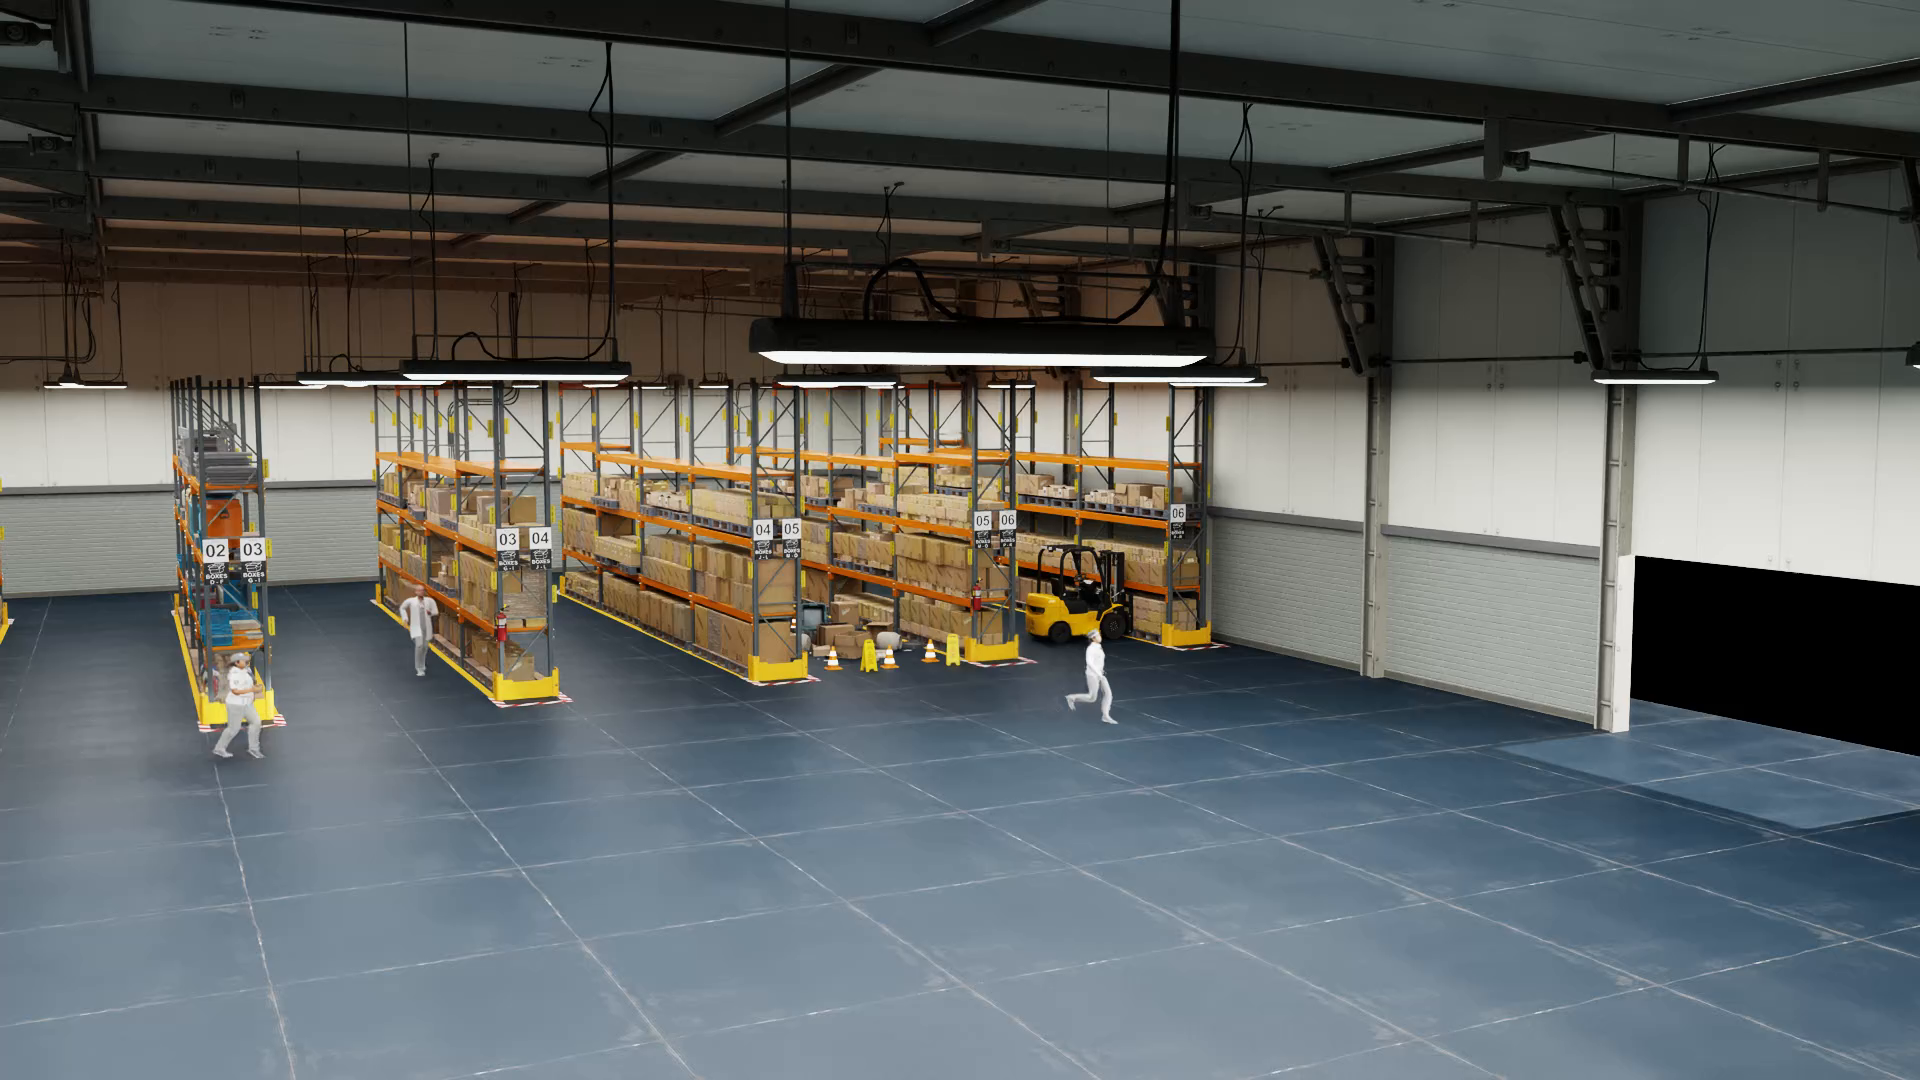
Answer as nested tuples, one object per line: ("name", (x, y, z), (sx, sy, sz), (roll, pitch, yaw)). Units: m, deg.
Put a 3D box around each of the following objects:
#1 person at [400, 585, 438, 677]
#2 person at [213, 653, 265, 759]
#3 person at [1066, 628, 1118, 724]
("person", (-10.963, 1.832, 33.805), (0.672, 1.849, 0.855), (-4, 6, -36))
("person", (-11.221, 2.608, 25.844), (0.771, 1.730, 0.588), (0, 5, -5))
("person", (2.301, 2.352, 28.860), (0.893, 1.678, 0.607), (2, 5, 19))
